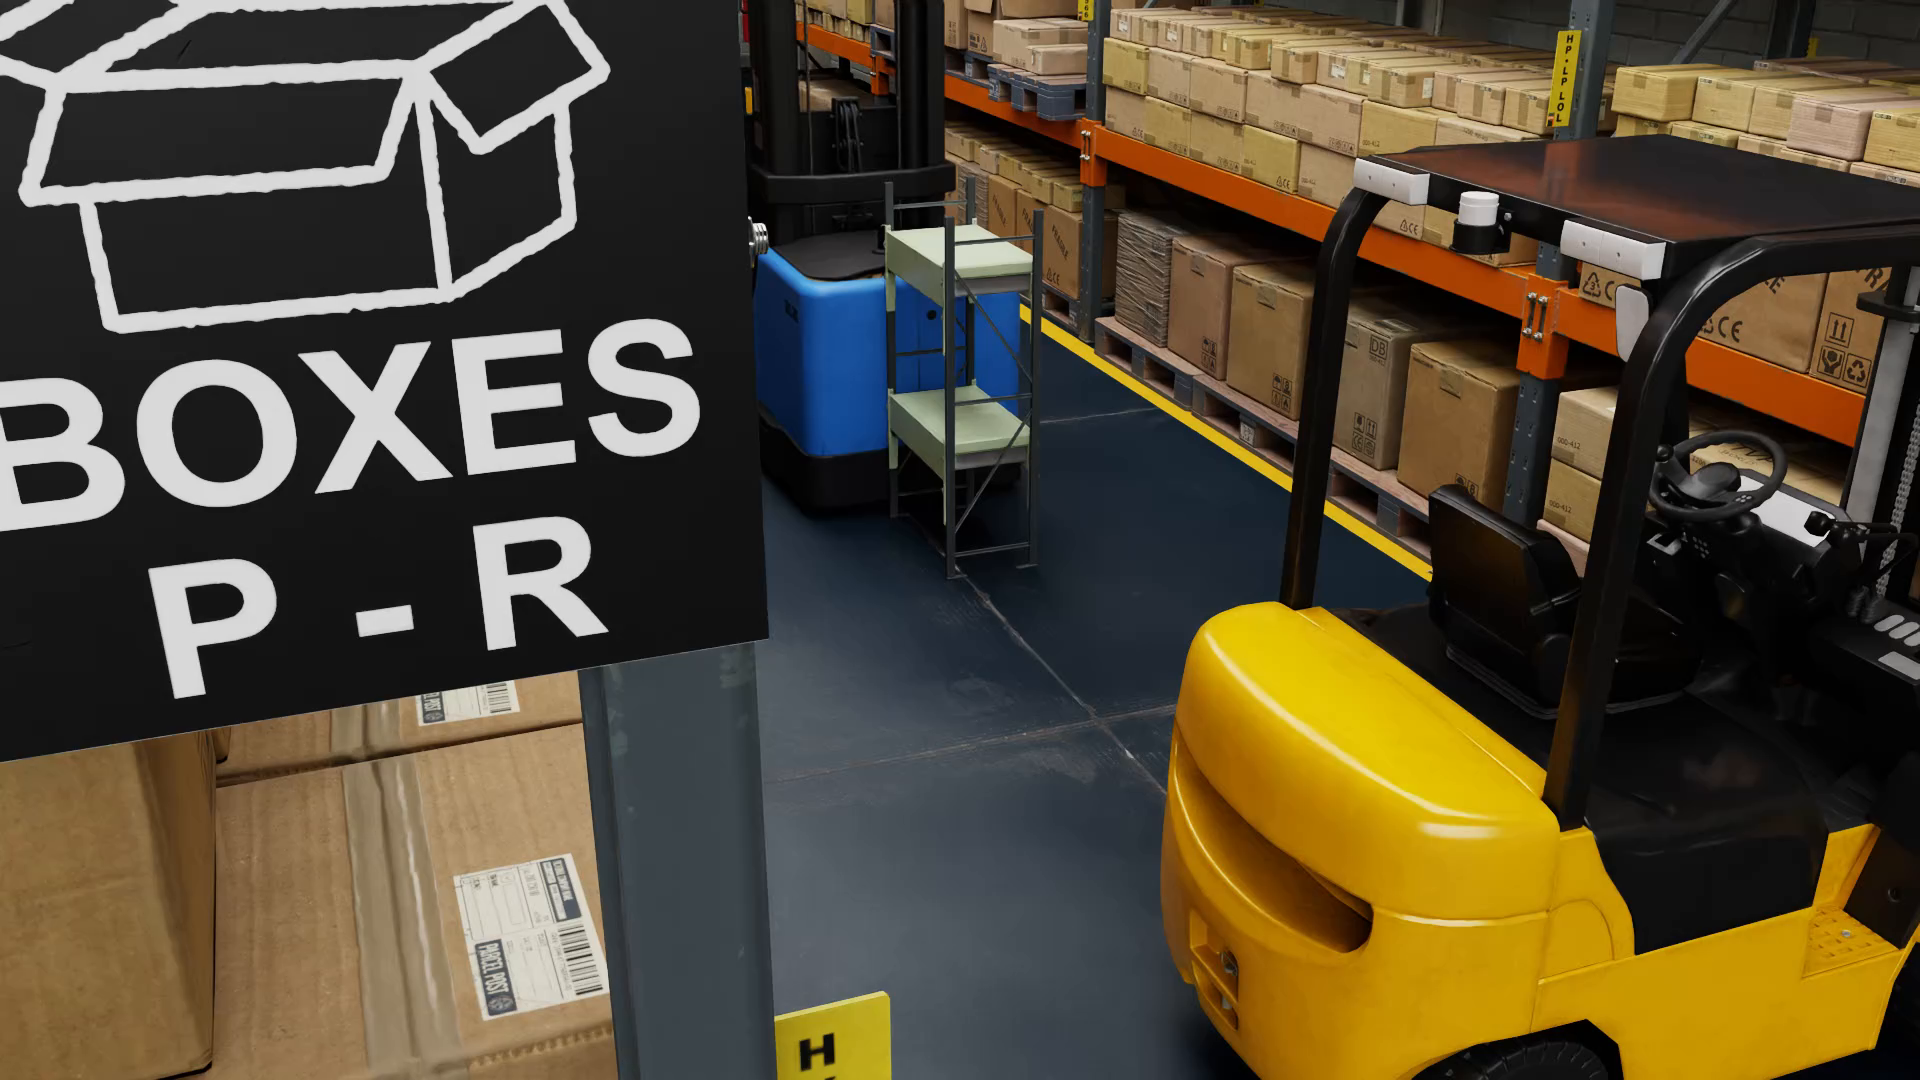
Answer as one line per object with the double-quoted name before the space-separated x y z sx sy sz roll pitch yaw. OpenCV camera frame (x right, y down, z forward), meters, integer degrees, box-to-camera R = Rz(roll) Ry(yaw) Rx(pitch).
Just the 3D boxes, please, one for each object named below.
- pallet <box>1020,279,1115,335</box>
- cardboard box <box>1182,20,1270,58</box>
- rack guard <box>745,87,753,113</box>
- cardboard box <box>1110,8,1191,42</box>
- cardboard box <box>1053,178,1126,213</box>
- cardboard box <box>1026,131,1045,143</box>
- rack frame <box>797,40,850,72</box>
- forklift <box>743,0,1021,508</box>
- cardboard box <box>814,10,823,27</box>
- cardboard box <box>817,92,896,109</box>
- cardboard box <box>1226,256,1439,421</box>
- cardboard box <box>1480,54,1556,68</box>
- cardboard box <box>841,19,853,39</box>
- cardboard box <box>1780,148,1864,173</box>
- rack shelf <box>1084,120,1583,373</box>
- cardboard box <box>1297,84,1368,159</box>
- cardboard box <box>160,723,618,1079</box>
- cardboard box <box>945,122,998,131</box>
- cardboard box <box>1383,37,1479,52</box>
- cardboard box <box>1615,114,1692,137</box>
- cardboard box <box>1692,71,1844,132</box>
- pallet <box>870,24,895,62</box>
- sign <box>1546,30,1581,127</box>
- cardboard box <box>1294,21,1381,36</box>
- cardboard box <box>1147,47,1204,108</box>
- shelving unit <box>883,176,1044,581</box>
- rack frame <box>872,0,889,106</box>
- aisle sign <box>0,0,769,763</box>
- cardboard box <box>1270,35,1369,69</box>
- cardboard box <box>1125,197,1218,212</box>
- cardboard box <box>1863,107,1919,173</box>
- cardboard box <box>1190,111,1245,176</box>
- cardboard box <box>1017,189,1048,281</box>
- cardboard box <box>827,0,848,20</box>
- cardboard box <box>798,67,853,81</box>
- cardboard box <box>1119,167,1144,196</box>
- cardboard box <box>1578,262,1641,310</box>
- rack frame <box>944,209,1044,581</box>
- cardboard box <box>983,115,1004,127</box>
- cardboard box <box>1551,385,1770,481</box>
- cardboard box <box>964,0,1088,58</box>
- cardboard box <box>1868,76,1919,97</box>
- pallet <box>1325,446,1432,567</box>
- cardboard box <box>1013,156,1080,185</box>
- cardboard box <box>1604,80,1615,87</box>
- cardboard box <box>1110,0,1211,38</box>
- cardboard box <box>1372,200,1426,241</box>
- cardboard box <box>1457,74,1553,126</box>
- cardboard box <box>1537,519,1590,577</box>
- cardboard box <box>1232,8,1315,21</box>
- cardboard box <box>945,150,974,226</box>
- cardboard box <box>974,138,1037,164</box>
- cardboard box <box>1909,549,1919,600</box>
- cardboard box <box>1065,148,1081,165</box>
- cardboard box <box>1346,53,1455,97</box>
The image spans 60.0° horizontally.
"pallet" 0.985 -1.644 10.879 1.003 0.211 1.213 -8 24 -19
"cardboard box" 1.365 -2.561 8.501 0.380 0.149 0.250 -8 24 -18
"rack guard" -1.586 -4.380 16.998 1.175 0.500 0.348 -8 24 -19
"cardboard box" 1.051 -2.841 9.165 0.380 0.149 0.250 -8 24 -17
"cardboard box" 0.802 -2.138 10.303 0.380 0.149 0.250 -10 25 -22
"cardboard box" 0.697 -2.888 12.082 0.380 0.149 0.250 -8 24 -18
"rack frame" -1.613 -5.559 16.578 1.000 3.000 0.127 -8 24 -19
"forklift" -0.706 -2.038 8.312 1.130 2.935 3.031 -8 24 -19
"cardboard box" -1.077 -4.635 14.707 0.380 0.149 0.250 -8 24 -19
"cardboard box" -0.853 -3.673 14.779 0.700 0.500 0.500 -9 25 -21
"cardboard box" 1.897 -1.042 8.378 0.875 0.625 0.625 -9 25 -21
"cardboard box" 2.460 -1.987 7.138 0.380 0.149 0.250 -9 24 -20
"cardboard box" -0.775 -4.254 13.805 0.380 0.149 0.250 -8 24 -18
"cardboard box" 2.722 -1.108 5.052 0.380 0.149 0.250 -8 24 -18
"rack shelf" 1.920 -1.594 8.097 1.077 0.370 4.000 -8 24 -19
"cardboard box" 1.850 -1.876 7.389 0.500 0.250 0.500 -8 24 -18
"cardboard box" -0.511 0.543 1.587 0.500 0.500 0.500 -9 24 -20
"cardboard box" 0.059 -3.000 12.349 0.380 0.149 0.250 -9 24 -20
"cardboard box" 2.208 -2.262 7.790 0.380 0.149 0.250 -8 24 -19
"cardboard box" 2.493 -1.392 5.727 0.380 0.149 0.250 -9 24 -20
"cardboard box" 2.655 -1.444 5.468 0.380 0.149 0.250 -8 24 -18
"pallet" -0.019 -3.712 12.443 1.003 0.211 1.213 -8 24 -19
"sign" 2.122 -1.618 5.839 0.100 0.325 0.005 -8 24 -19
"cardboard box" 1.921 -2.540 8.450 0.380 0.149 0.250 -8 24 -19
"cardboard box" 1.317 -2.437 8.719 0.500 0.250 0.500 -8 24 -17
"shelving unit" 0.003 -0.689 6.953 0.431 1.500 0.755 -8 24 -19
"rack frame" -0.200 -4.106 13.130 1.000 3.000 0.127 -8 24 -19
"aisle sign" -0.291 -0.281 0.708 0.394 0.787 0.004 -8 24 -19
"cardboard box" 1.699 -2.293 7.863 0.380 0.149 0.250 -8 24 -19
"cardboard box" 1.327 -1.886 10.540 0.500 0.500 0.500 -7 24 -17
"cardboard box" 2.849 -1.152 4.775 0.380 0.149 0.250 -9 24 -20
"cardboard box" 1.503 -2.019 8.372 0.500 0.250 0.500 -9 25 -21
"cardboard box" 0.696 -2.002 10.815 0.500 0.500 0.500 -9 24 -20
"cardboard box" -0.799 -4.506 13.888 0.500 0.250 0.500 -8 24 -19
"cardboard box" -1.485 -4.367 16.423 0.797 0.503 0.637 -9 25 -21
"cardboard box" 1.252 -2.326 10.748 0.380 0.149 0.250 -8 24 -17
"cardboard box" 2.539 -1.048 5.746 0.500 0.500 0.500 -9 24 -20
"rack frame" 0.131 -0.556 6.637 0.400 1.500 0.023 -8 24 -19
"cardboard box" 0.392 -3.170 12.752 0.380 0.149 0.250 -8 24 -18
"cardboard box" 2.504 -0.368 5.972 0.500 0.250 0.500 -9 24 -20
"cardboard box" 0.464 -3.461 10.927 0.797 0.503 0.637 -9 24 -20
"cardboard box" 3.178 -1.416 5.399 0.380 0.149 0.250 -9 24 -19
"pallet" 2.330 -0.177 7.397 1.003 0.211 1.213 -8 24 -19
"cardboard box" 0.574 -2.437 11.012 0.380 0.149 0.250 -8 24 -17
"cardboard box" 2.703 -1.701 6.460 0.380 0.149 0.250 -9 24 -20
"cardboard box" 1.178 -3.101 10.075 0.500 0.500 0.500 -7 24 -17
"cardboard box" 2.021 -1.459 7.043 0.500 0.250 0.500 -8 24 -19
"cardboard box" 2.190 -1.729 6.527 0.380 0.149 0.250 -9 24 -20
"cardboard box" 2.488 0.096 6.161 0.500 0.250 0.500 -8 24 -18
"cardboard box" 1.715 -2.827 9.132 0.380 0.149 0.250 -8 24 -18
"cardboard box" 0.130 -2.567 12.156 0.500 0.500 0.500 -9 25 -21
"cardboard box" 0.321 -2.720 11.683 0.380 0.149 0.250 -8 24 -19
"cardboard box" 3.040 0.191 4.648 0.500 0.250 0.500 -9 24 -20
"cardboard box" 0.942 -2.605 11.410 0.380 0.149 0.250 -9 24 -20
"cardboard box" 1.902 -2.006 7.184 0.380 0.149 0.250 -9 24 -20
